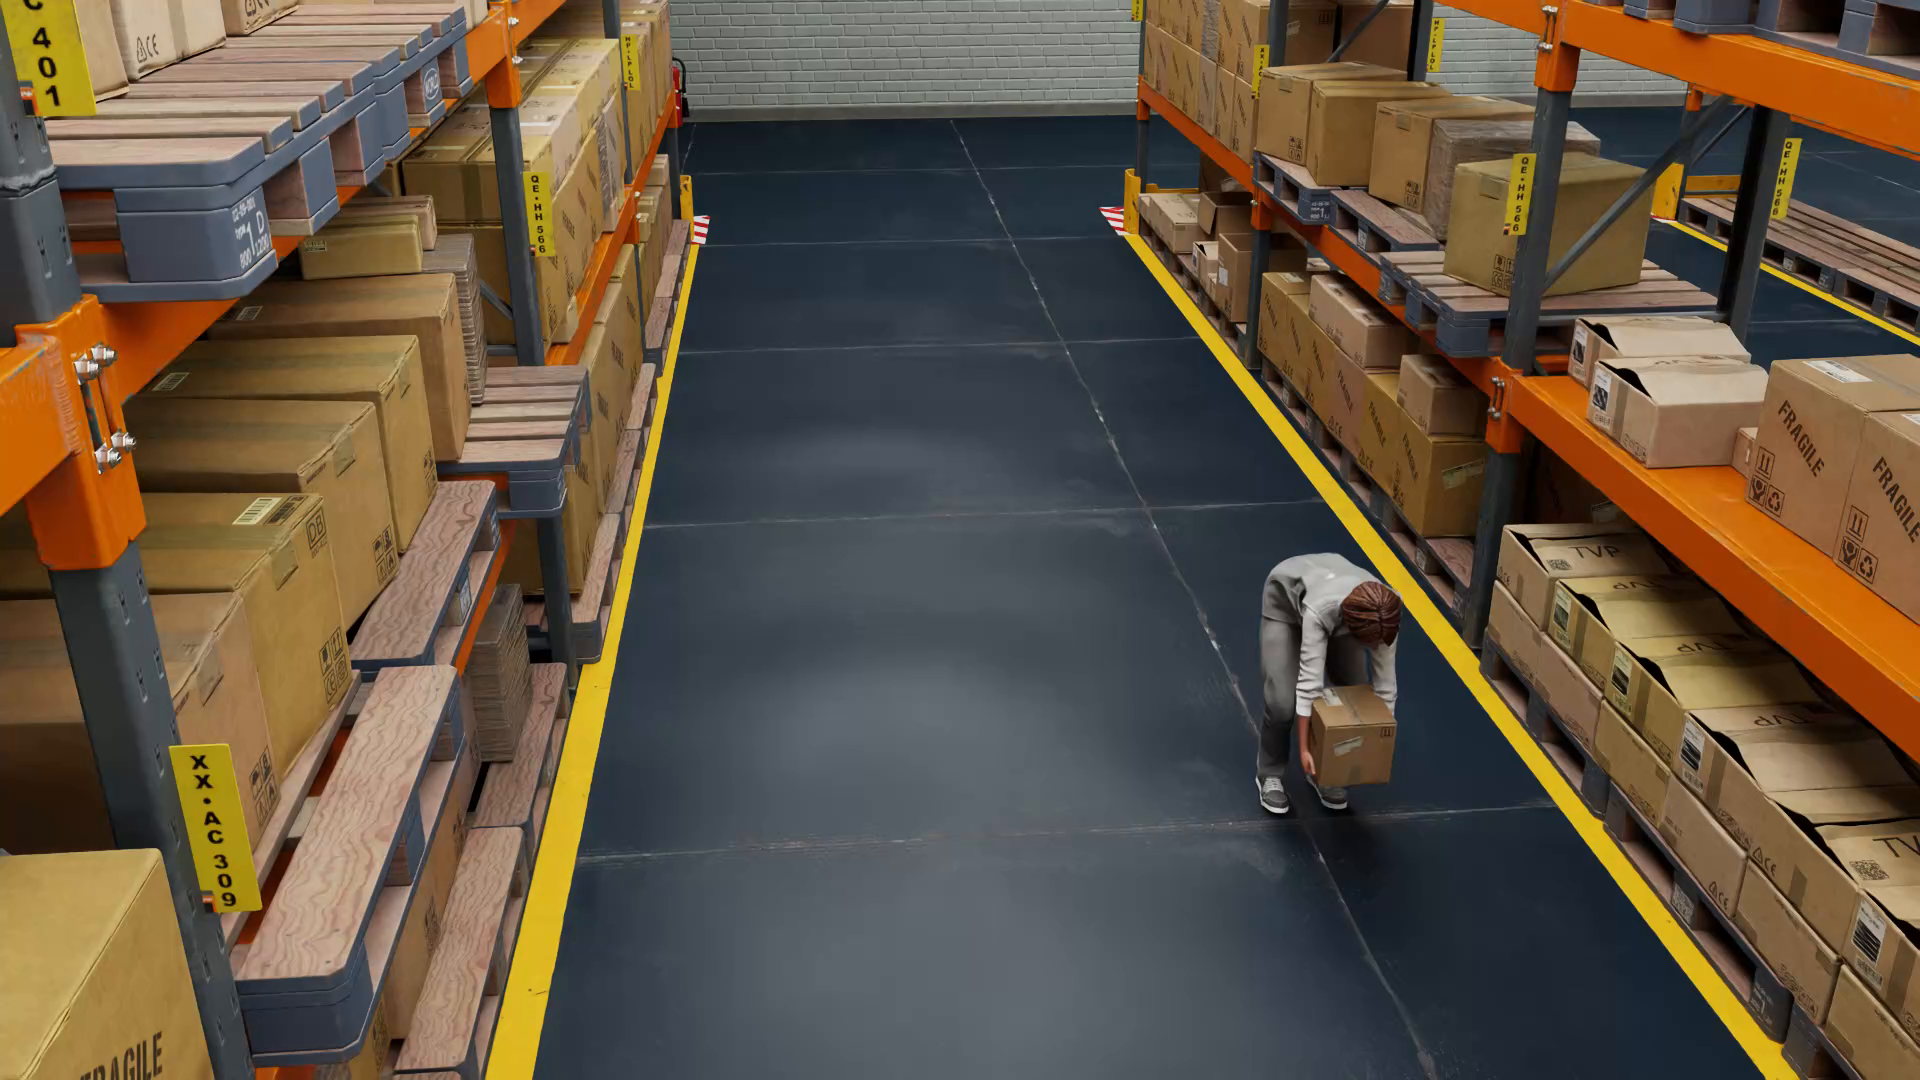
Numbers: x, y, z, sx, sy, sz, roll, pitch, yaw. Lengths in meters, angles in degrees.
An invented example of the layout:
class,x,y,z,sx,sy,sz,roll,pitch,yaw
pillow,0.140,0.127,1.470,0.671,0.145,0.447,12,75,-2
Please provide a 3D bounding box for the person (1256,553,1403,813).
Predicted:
class,x,y,z,sx,sy,sz,roll,pitch,yaw
person,1.323,0.544,5.988,0.401,1.116,0.842,-3,24,-7
